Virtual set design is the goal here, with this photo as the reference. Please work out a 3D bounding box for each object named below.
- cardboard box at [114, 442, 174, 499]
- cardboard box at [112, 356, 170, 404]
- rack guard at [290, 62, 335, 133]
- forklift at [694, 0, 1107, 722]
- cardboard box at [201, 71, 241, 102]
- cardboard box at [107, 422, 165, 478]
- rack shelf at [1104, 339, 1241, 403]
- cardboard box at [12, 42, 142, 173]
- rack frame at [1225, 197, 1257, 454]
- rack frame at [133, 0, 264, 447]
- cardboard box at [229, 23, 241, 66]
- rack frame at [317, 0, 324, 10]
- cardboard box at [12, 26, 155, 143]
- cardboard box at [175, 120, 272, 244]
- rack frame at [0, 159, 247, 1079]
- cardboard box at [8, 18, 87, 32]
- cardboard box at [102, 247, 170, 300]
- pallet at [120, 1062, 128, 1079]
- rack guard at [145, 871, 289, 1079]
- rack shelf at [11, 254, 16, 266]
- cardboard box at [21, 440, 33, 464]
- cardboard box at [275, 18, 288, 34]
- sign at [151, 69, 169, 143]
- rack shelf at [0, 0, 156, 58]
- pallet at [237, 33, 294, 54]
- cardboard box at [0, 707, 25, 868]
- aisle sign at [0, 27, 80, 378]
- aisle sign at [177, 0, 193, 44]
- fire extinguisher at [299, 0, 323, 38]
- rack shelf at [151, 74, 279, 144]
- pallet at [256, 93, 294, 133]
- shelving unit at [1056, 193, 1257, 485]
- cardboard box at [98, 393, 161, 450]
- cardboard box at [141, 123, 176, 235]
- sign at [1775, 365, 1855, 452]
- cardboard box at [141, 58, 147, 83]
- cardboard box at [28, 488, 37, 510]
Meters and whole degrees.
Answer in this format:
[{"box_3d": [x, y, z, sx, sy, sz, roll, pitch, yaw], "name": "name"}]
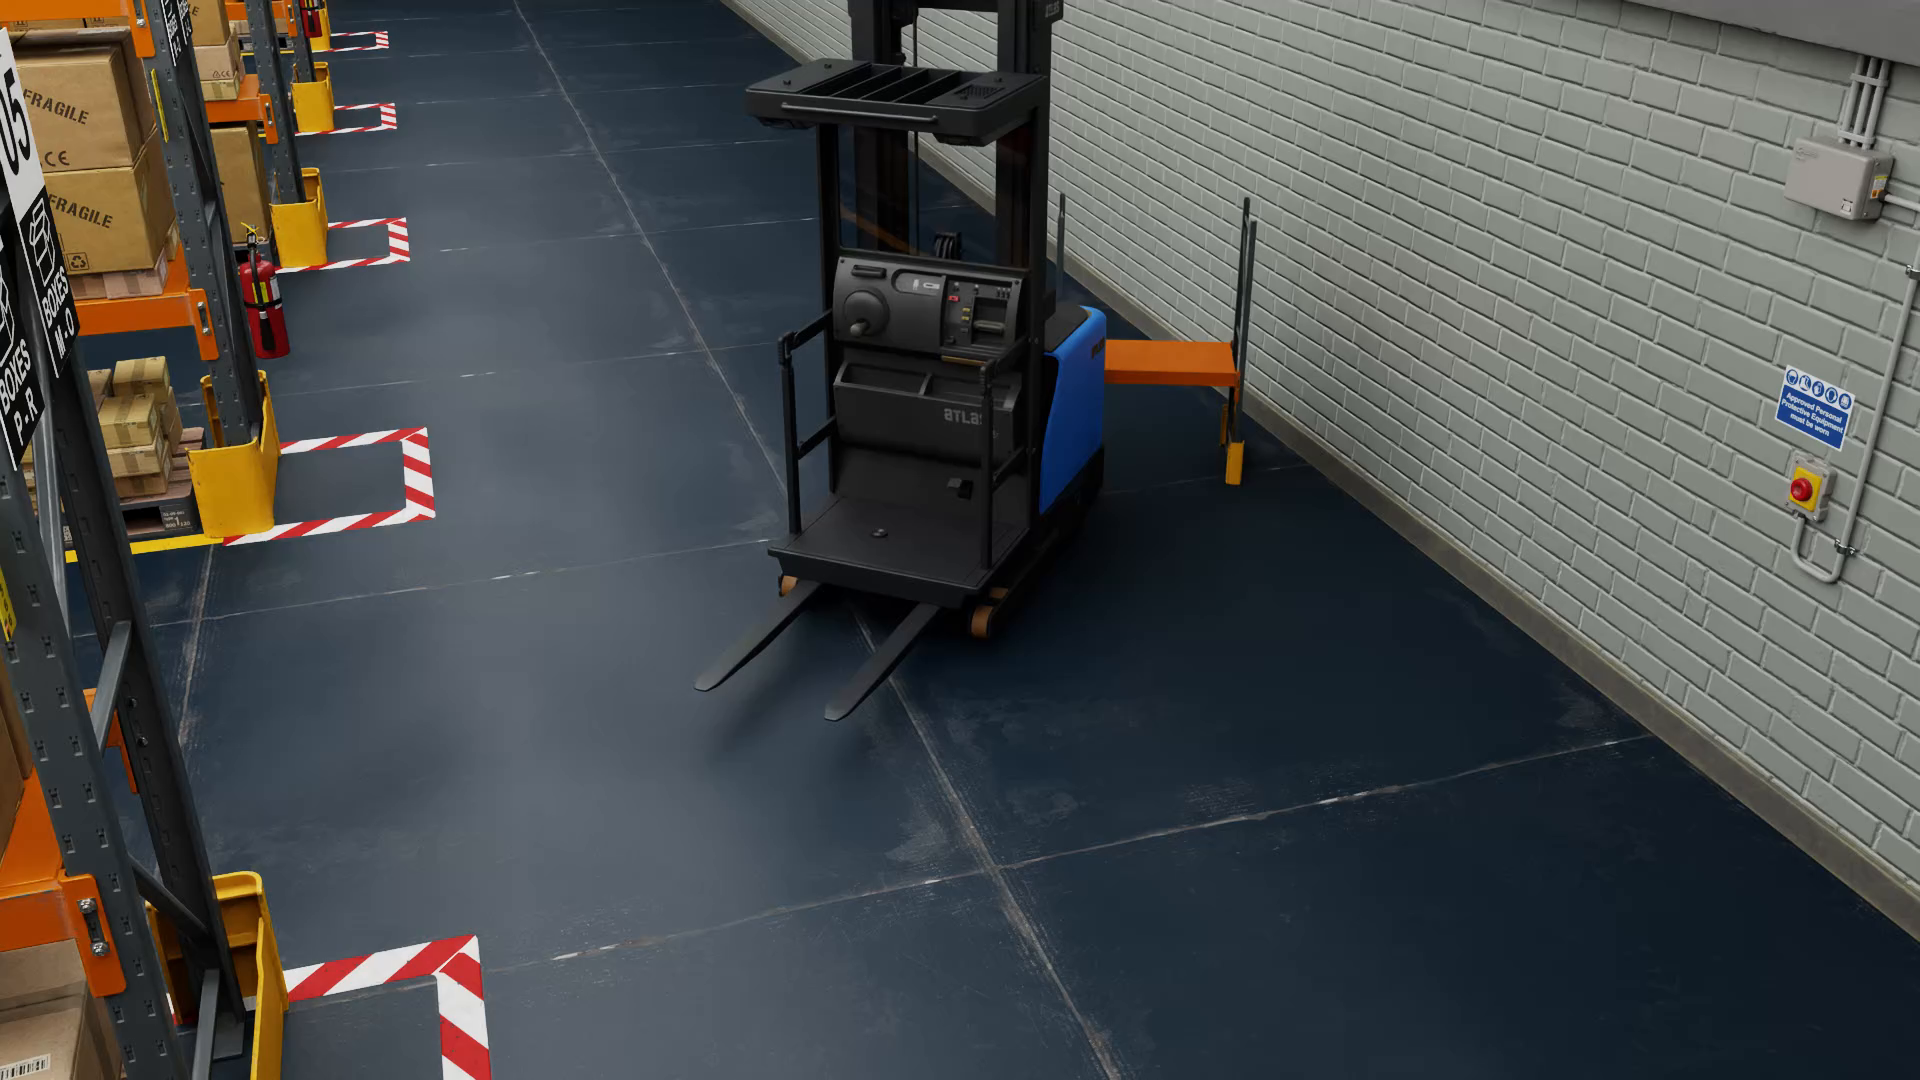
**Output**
[{"box_3d": [-4.360, -0.375, 8.865, 0.250, 0.149, 0.380, -8, 27, -15], "name": "cardboard box"}, {"box_3d": [-4.528, -0.873, 9.200, 0.250, 0.149, 0.380, -10, 28, -18], "name": "cardboard box"}, {"box_3d": [-6.879, -4.718, 17.692, 0.348, 0.500, 1.175, -8, 28, -16], "name": "rack guard"}, {"box_3d": [-0.237, -1.056, 7.581, 1.130, 2.935, 3.031, 10, 28, 20], "name": "forklift"}, {"box_3d": [-5.601, -3.434, 12.577, 0.250, 0.149, 0.380, -8, 27, -15], "name": "cardboard box"}, {"box_3d": [-4.338, -0.475, 8.733, 0.250, 0.149, 0.380, -9, 28, -17], "name": "cardboard box"}, {"box_3d": [1.061, -0.972, 9.425, 1.000, 0.185, 0.538, 2, 26, 4], "name": "rack shelf"}, {"box_3d": [-4.282, -2.082, 7.998, 0.500, 0.500, 0.500, -9, 28, -17], "name": "cardboard box"}, {"box_3d": [1.568, -1.116, 9.311, 0.032, 1.500, 0.500, 2, 26, 4], "name": "rack frame"}, {"box_3d": [-3.924, -1.624, 8.648, 0.127, 3.000, 1.000, -8, 28, -16], "name": "rack frame"}, {"box_3d": [-5.904, -3.849, 12.964, 0.500, 0.250, 0.500, -9, 28, -17], "name": "cardboard box"}, {"box_3d": [-8.428, -7.924, 21.338, 0.127, 3.000, 1.000, -8, 28, -16], "name": "rack frame"}, {"box_3d": [-4.433, -2.300, 8.439, 0.500, 0.500, 0.500, -8, 28, -16], "name": "cardboard box"}, {"box_3d": [-5.948, -2.850, 13.034, 0.875, 0.875, 0.875, -8, 28, -16], "name": "cardboard box"}, {"box_3d": [-2.295, 0.455, 4.460, 0.127, 3.000, 1.000, -8, 28, -16], "name": "rack frame"}, {"box_3d": [-6.870, -4.042, 12.510, 0.500, 0.500, 0.500, -9, 28, -17], "name": "cardboard box"}, {"box_3d": [-4.147, -1.347, 8.373, 0.250, 0.149, 0.380, -8, 28, -16], "name": "cardboard box"}, {"box_3d": [-3.031, 1.847, 4.792, 1.213, 0.211, 1.003, -8, 28, -16], "name": "pallet"}, {"box_3d": [-2.273, 1.571, 5.023, 0.348, 0.500, 1.175, -8, 28, -16], "name": "rack guard"}, {"box_3d": [-4.197, -0.291, 3.398, 4.000, 0.370, 1.077, -8, 28, -16], "name": "rack shelf"}, {"box_3d": [-4.813, -0.522, 8.493, 0.250, 0.149, 0.380, -9, 28, -17], "name": "cardboard box"}, {"box_3d": [-8.869, -6.823, 21.436, 0.500, 0.500, 0.500, -8, 28, -16], "name": "cardboard box"}, {"box_3d": [-3.772, -2.047, 7.842, 0.005, 0.325, 0.100, -8, 28, -16], "name": "sign"}, {"box_3d": [-5.826, -2.370, 7.586, 4.000, 0.370, 1.077, -8, 28, -16], "name": "rack shelf"}, {"box_3d": [-9.258, -6.554, 21.715, 1.213, 0.211, 1.003, -8, 28, -16], "name": "pallet"}, {"box_3d": [-2.672, 0.589, 4.079, 0.500, 0.500, 0.500, -8, 28, -16], "name": "cardboard box"}, {"box_3d": [-2.317, -0.842, 4.149, 0.004, 0.787, 0.394, -8, 28, -16], "name": "aisle sign"}, {"box_3d": [-3.948, -2.925, 8.346, 0.004, 0.787, 0.394, -8, 28, -16], "name": "aisle sign"}, {"box_3d": [-6.614, -5.456, 16.873, 0.183, 0.674, 0.296, -8, 28, -16], "name": "fire extinguisher"}, {"box_3d": [-7.266, -3.137, 12.505, 4.000, 0.370, 1.077, -8, 28, -16], "name": "rack shelf"}, {"box_3d": [-7.694, -4.483, 17.543, 1.213, 0.211, 1.003, -8, 28, -16], "name": "pallet"}, {"box_3d": [1.070, -1.133, 9.345, 1.083, 1.500, 0.587, 2, 26, 4], "name": "shelving unit"}, {"box_3d": [-4.349, -0.622, 8.694, 0.250, 0.149, 0.380, -8, 27, -16], "name": "cardboard box"}, {"box_3d": [-4.437, -1.857, 8.670, 0.500, 0.500, 0.500, -7, 27, -14], "name": "cardboard box"}, {"box_3d": [3.102, -0.481, 6.042, 0.001, 0.218, 0.327, -8, 28, -16], "name": "sign"}, {"box_3d": [-6.225, -3.553, 12.367, 0.500, 0.250, 0.500, -9, 28, -17], "name": "cardboard box"}, {"box_3d": [-4.851, -0.296, 8.707, 0.250, 0.149, 0.380, -8, 28, -16], "name": "cardboard box"}]
